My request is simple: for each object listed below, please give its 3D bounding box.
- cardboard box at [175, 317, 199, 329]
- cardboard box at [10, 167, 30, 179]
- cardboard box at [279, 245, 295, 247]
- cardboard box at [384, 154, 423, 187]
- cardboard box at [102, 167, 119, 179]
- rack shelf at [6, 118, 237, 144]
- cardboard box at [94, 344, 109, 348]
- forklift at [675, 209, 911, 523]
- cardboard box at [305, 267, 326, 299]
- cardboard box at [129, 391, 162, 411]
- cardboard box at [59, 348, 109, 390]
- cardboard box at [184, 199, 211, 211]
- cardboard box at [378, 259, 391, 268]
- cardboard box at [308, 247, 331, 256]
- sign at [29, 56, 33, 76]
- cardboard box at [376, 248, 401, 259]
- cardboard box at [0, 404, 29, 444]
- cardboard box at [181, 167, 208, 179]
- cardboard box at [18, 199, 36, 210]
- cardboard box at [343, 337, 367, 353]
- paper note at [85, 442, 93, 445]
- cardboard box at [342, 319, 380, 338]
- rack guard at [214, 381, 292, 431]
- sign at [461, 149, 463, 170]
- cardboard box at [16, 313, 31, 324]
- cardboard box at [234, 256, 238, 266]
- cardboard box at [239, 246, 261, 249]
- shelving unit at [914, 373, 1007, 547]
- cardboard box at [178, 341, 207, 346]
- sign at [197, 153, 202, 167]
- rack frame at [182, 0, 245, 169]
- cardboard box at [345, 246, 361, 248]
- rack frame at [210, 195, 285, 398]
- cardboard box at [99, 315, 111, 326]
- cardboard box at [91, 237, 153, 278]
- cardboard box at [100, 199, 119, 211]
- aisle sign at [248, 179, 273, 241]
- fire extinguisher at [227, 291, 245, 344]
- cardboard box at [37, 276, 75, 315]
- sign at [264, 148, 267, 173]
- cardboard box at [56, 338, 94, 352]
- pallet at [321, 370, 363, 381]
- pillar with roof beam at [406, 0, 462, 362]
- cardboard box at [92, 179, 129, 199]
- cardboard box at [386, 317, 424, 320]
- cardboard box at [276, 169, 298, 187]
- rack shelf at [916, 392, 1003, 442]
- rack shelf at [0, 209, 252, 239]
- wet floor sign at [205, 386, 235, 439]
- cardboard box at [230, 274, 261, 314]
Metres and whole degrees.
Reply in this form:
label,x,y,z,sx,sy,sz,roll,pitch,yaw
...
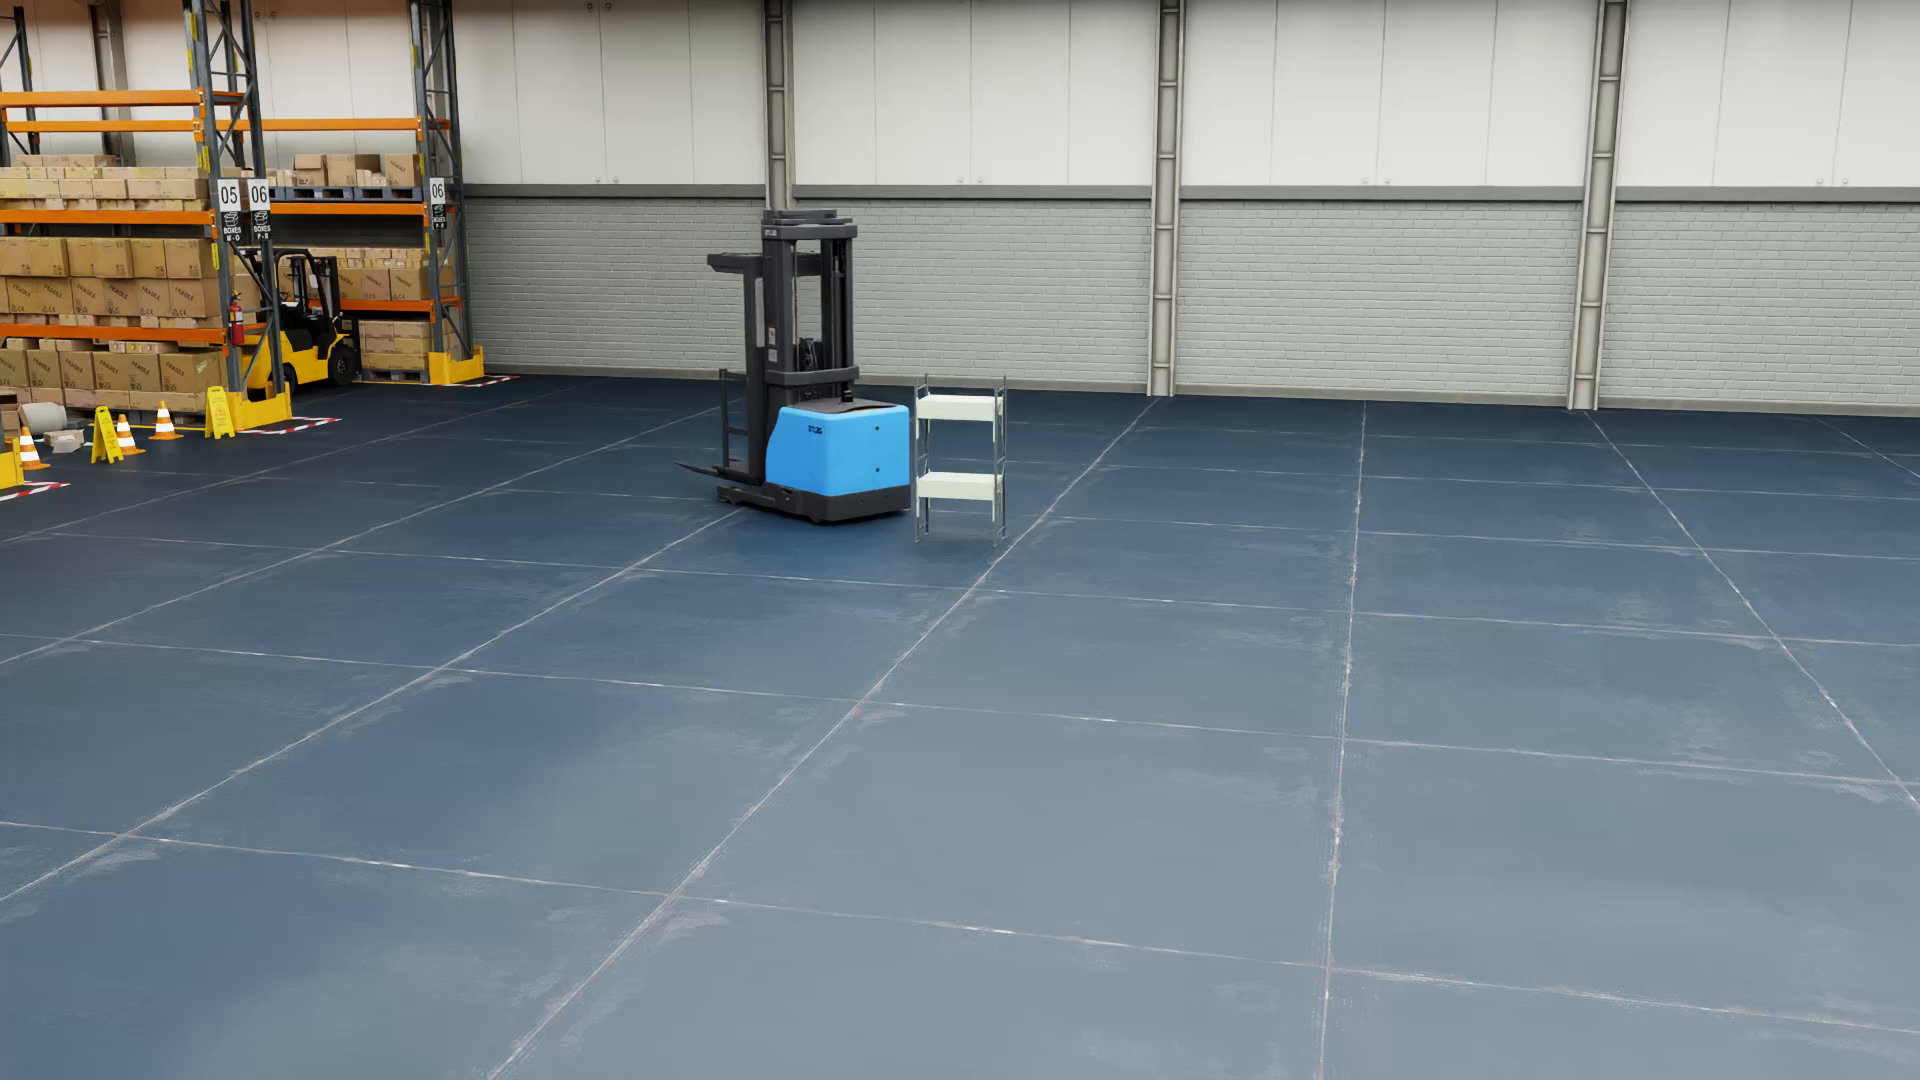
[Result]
label,x,y,z,sx,sy,sz,roll,pitch,yaw
cardboard box,-10.025,-2.852,21.744,0.250,0.149,0.380,3,13,13
cardboard box,-12.231,-4.822,21.856,0.250,0.149,0.380,3,13,13
cardboard box,-11.159,-4.787,27.470,0.250,0.149,0.380,3,13,13
cardboard box,-8.640,-5.793,26.064,0.500,0.500,0.500,3,13,15
cardboard box,-10.948,-4.785,21.690,0.250,0.149,0.380,3,13,12
rack shelf,-13.977,-6.748,27.458,4.000,0.370,1.077,3,13,14
cardboard box,-11.593,-2.420,22.865,0.500,0.500,0.500,4,13,17
forklift,-1.832,-1.852,16.816,1.130,2.935,3.031,-11,17,-40
cardboard box,-10.183,-4.153,26.796,0.500,0.500,0.500,3,13,14
cardboard box,-10.688,-1.887,22.193,0.500,0.250,0.500,3,13,14
cardboard box,-11.688,-2.307,22.354,0.500,0.500,0.500,4,13,16
cardboard box,-9.751,-4.312,21.398,0.250,0.149,0.380,3,13,14
cardboard box,-9.048,-4.412,26.468,0.250,0.149,0.380,3,13,15
cardboard box,-10.281,-4.634,26.782,0.250,0.149,0.380,3,13,14
sign,-15.790,-8.049,28.213,0.005,0.325,0.100,3,13,14
cardboard box,-9.058,-4.554,26.418,0.250,0.149,0.380,3,13,15
cardboard box,-11.650,-1.351,20.159,0.637,0.503,0.797,-6,14,-25
cardboard box,-9.737,-4.697,21.293,0.250,0.149,0.380,3,13,14
cardboard box,-12.236,-4.456,22.047,0.250,0.149,0.380,3,13,15
cardboard box,-9.690,-3.171,26.827,0.500,0.250,0.500,3,13,12
paper note,-10.732,-1.192,20.534,0.142,0.019,0.148,-1,13,-6
cardboard box,-9.663,-3.413,26.762,0.500,0.250,0.500,3,13,14
rack guard,-9.412,-1.794,22.166,0.348,0.500,1.175,3,13,14
sign,-8.013,-6.101,26.680,0.005,0.325,0.100,3,13,14
cardboard box,-12.469,-3.002,22.420,0.250,0.149,0.380,3,13,13
cardboard box,-11.789,-4.556,27.114,0.250,0.149,0.380,3,13,13
cardboard box,-11.517,-4.703,27.091,0.250,0.149,0.380,3,13,14
shelving unit,0.006,-0.732,15.070,0.755,1.500,0.431,3,13,14
cardboard box,-12.545,-3.333,27.842,0.625,0.625,0.875,4,13,16
sign,-12.156,-6.018,26.587,0.005,0.325,0.100,3,13,14
rack frame,-12.036,-7.191,26.869,0.127,3.000,1.000,3,13,14
cardboard box,-9.922,-4.714,27.140,0.250,0.149,0.380,3,13,14
rack frame,-9.338,-3.011,21.878,0.127,3.000,1.000,3,13,14
cardboard box,-11.231,-2.946,22.166,0.250,0.149,0.380,3,13,14
cardboard box,-10.895,-3.706,21.786,0.500,0.500,0.700,3,13,13
cardboard box,-10.988,-4.384,21.724,0.250,0.149,0.380,3,13,12
aisle sign,-9.203,-4.342,21.875,0.004,0.787,0.394,3,13,14
fire extinguisher,-9.337,-2.870,21.423,0.183,0.674,0.296,3,13,14
cardboard box,-11.884,-3.281,22.178,0.500,0.500,0.500,3,13,13
sign,-9.208,-5.016,21.972,0.005,0.325,0.100,3,13,14
cardboard box,-11.845,-2.617,22.255,0.250,0.149,0.380,4,13,17
pallet,-10.085,-2.788,27.312,1.213,0.211,1.003,3,13,14
pillar with roof beam,-9.644,-6.304,22.870,0.400,9.000,9.100,3,13,14
cardboard box,-10.892,-4.569,21.637,0.500,0.250,0.500,3,13,15
cardboard box,-9.059,-3.495,27.133,0.500,0.250,0.500,3,13,14
cardboard box,-10.667,-5.774,26.517,0.258,0.266,0.396,3,13,12
rack shelf,0.006,-1.113,14.985,0.720,0.370,0.431,3,13,14
rack shelf,-11.279,-4.228,22.099,4.000,0.370,1.077,3,13,14
wet floor sign,-9.410,-1.626,21.074,0.232,0.644,0.267,8,15,33
cardboard box,-9.731,-3.287,22.208,0.500,0.500,0.500,3,13,13
